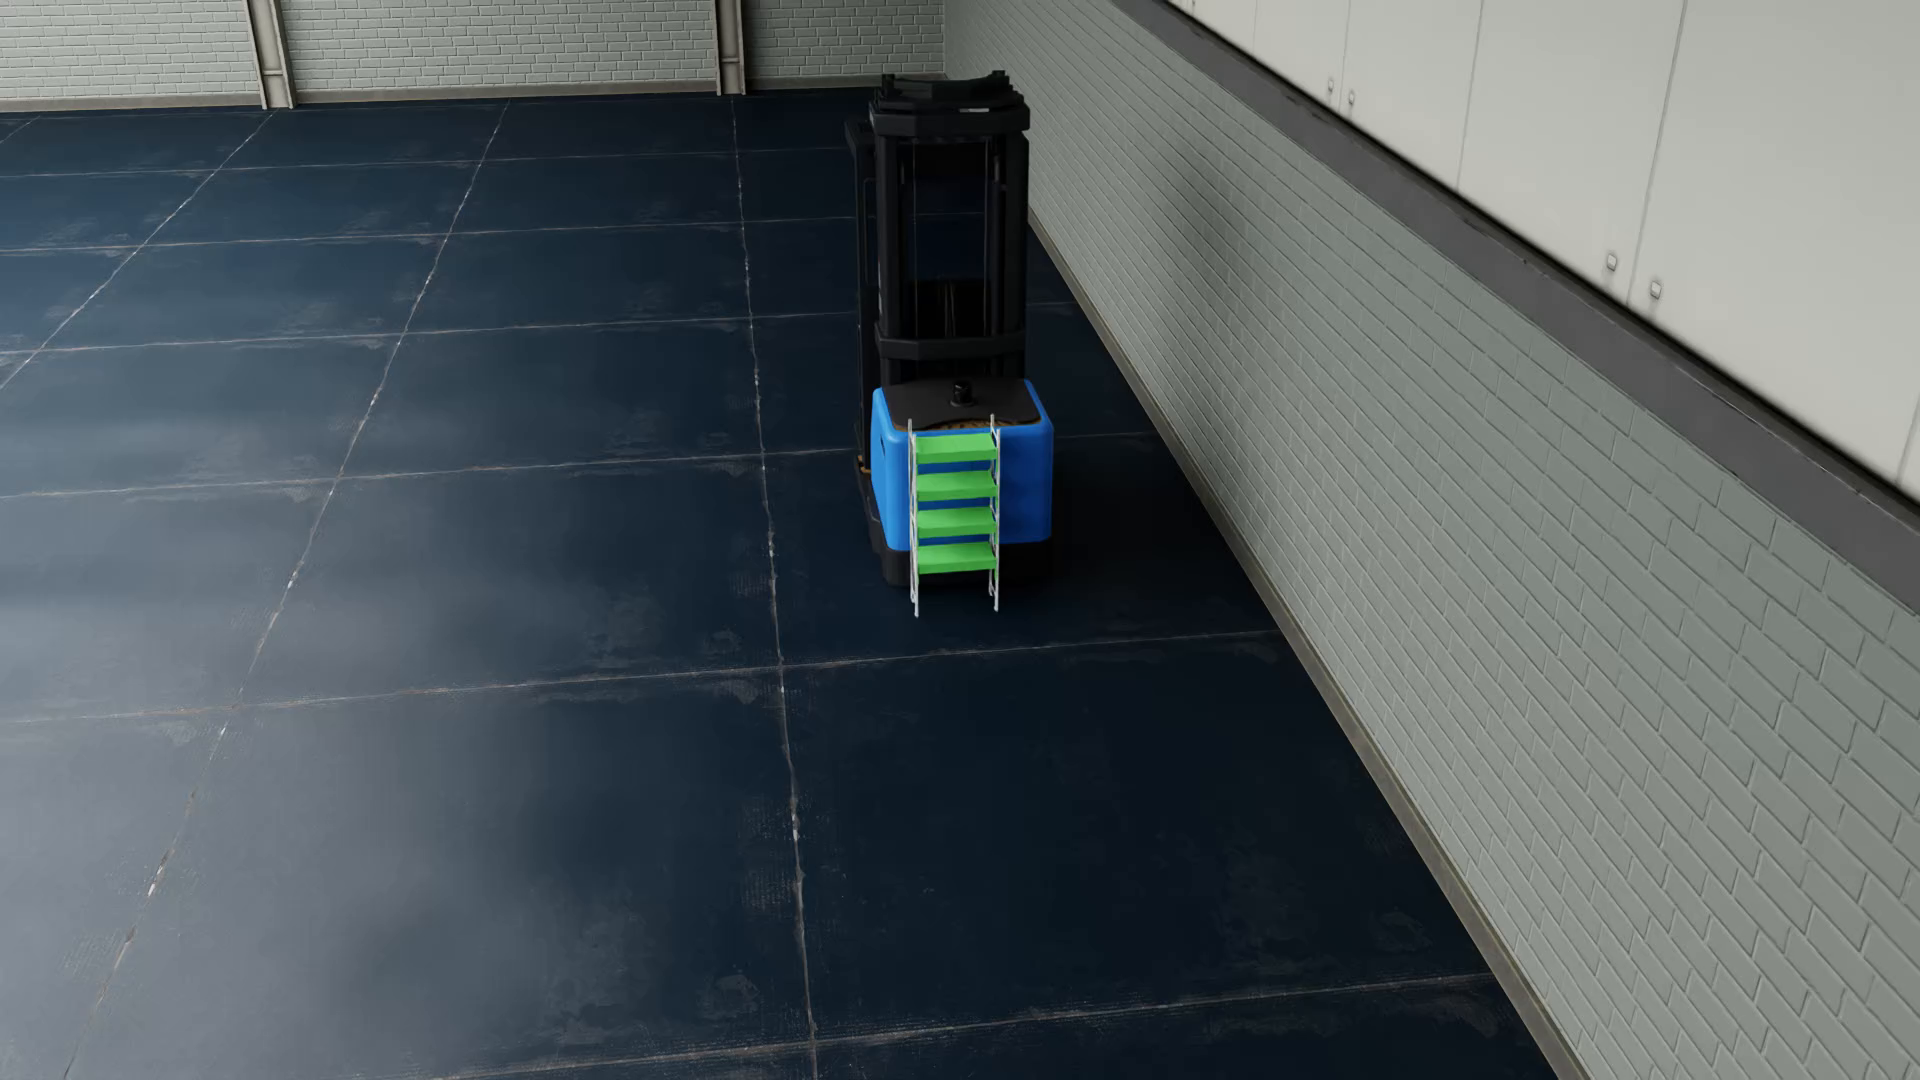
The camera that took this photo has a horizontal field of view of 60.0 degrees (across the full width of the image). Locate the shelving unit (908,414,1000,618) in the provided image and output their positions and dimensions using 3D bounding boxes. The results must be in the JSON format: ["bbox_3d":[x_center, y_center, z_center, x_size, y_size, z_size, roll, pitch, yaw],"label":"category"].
[{"bbox_3d":[-0.034,-0.136,9.903,0.503,1.200,0.258,-4,27,-8],"label":"shelving unit"}]

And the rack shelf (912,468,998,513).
[{"bbox_3d":[-0.034,-0.293,9.823,0.480,0.148,0.258,-4,27,-8],"label":"rack shelf"}]

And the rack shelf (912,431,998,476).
[{"bbox_3d":[-0.034,-0.506,9.713,0.480,0.148,0.258,-4,27,-8],"label":"rack shelf"}]

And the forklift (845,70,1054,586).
[{"bbox_3d":[-0.151,-1.666,10.989,1.130,2.935,3.031,-4,27,-8],"label":"forklift"}]

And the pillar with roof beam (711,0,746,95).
[{"bbox_3d":[-2.565,-8.256,17.186,0.400,9.000,9.100,-4,27,-7],"label":"pillar with roof beam"}]

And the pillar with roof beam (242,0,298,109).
[{"bbox_3d":[-8.506,-7.875,16.442,0.400,9.000,9.100,-4,27,-7],"label":"pillar with roof beam"}]

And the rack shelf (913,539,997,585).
[{"bbox_3d":[-0.034,0.134,10.042,0.480,0.148,0.258,-4,27,-8],"label":"rack shelf"}]

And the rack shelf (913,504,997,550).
[{"bbox_3d":[-0.034,-0.079,9.932,0.480,0.148,0.258,-4,27,-8],"label":"rack shelf"}]

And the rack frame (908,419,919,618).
[{"bbox_3d":[-0.276,-0.119,9.871,0.015,1.200,0.240,-4,27,-8],"label":"rack frame"}]

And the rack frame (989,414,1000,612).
[{"bbox_3d":[0.207,-0.153,9.936,0.015,1.200,0.240,-4,27,-8],"label":"rack frame"}]
